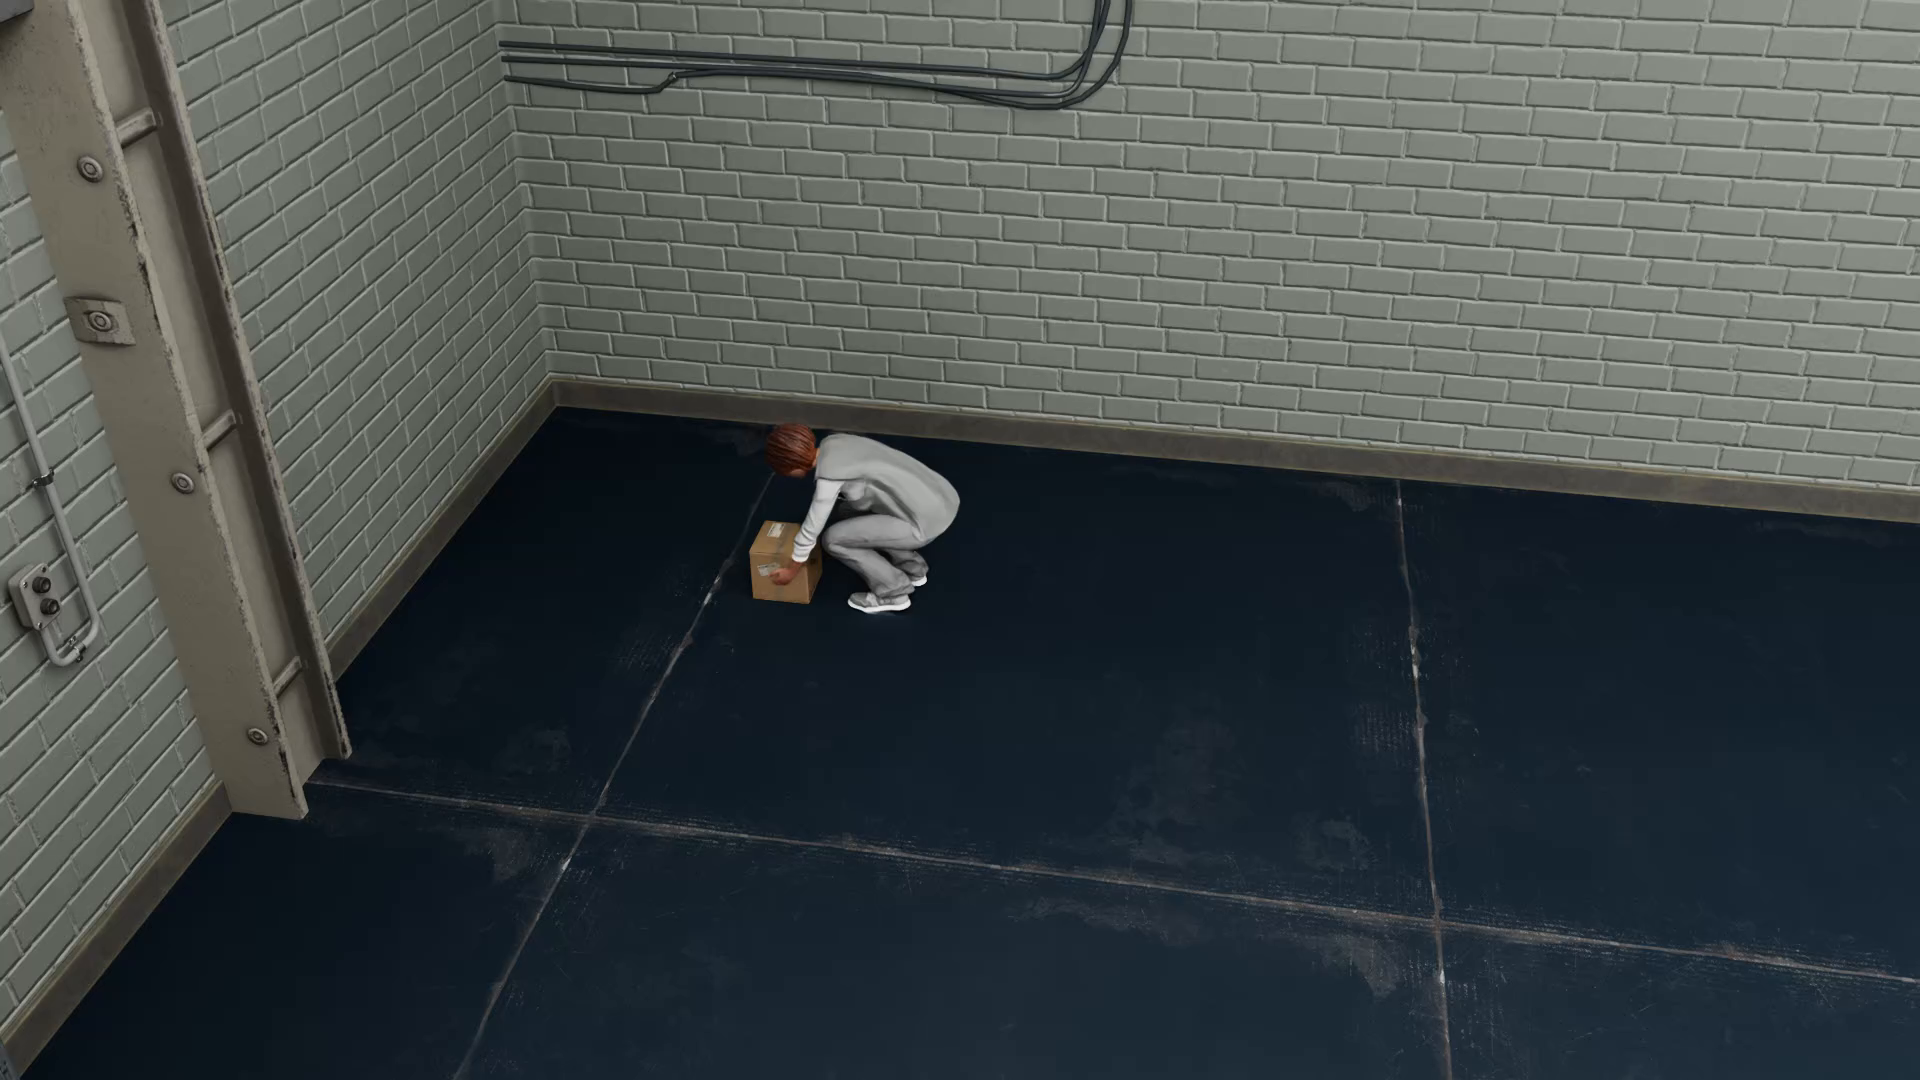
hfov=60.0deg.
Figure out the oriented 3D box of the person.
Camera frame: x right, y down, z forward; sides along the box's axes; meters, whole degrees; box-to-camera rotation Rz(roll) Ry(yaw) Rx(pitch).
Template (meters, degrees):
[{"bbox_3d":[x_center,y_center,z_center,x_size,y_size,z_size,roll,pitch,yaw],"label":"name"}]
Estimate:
[{"bbox_3d":[-0.405,-0.107,7.025,0.803,0.829,0.443,5,33,8],"label":"person"}]
